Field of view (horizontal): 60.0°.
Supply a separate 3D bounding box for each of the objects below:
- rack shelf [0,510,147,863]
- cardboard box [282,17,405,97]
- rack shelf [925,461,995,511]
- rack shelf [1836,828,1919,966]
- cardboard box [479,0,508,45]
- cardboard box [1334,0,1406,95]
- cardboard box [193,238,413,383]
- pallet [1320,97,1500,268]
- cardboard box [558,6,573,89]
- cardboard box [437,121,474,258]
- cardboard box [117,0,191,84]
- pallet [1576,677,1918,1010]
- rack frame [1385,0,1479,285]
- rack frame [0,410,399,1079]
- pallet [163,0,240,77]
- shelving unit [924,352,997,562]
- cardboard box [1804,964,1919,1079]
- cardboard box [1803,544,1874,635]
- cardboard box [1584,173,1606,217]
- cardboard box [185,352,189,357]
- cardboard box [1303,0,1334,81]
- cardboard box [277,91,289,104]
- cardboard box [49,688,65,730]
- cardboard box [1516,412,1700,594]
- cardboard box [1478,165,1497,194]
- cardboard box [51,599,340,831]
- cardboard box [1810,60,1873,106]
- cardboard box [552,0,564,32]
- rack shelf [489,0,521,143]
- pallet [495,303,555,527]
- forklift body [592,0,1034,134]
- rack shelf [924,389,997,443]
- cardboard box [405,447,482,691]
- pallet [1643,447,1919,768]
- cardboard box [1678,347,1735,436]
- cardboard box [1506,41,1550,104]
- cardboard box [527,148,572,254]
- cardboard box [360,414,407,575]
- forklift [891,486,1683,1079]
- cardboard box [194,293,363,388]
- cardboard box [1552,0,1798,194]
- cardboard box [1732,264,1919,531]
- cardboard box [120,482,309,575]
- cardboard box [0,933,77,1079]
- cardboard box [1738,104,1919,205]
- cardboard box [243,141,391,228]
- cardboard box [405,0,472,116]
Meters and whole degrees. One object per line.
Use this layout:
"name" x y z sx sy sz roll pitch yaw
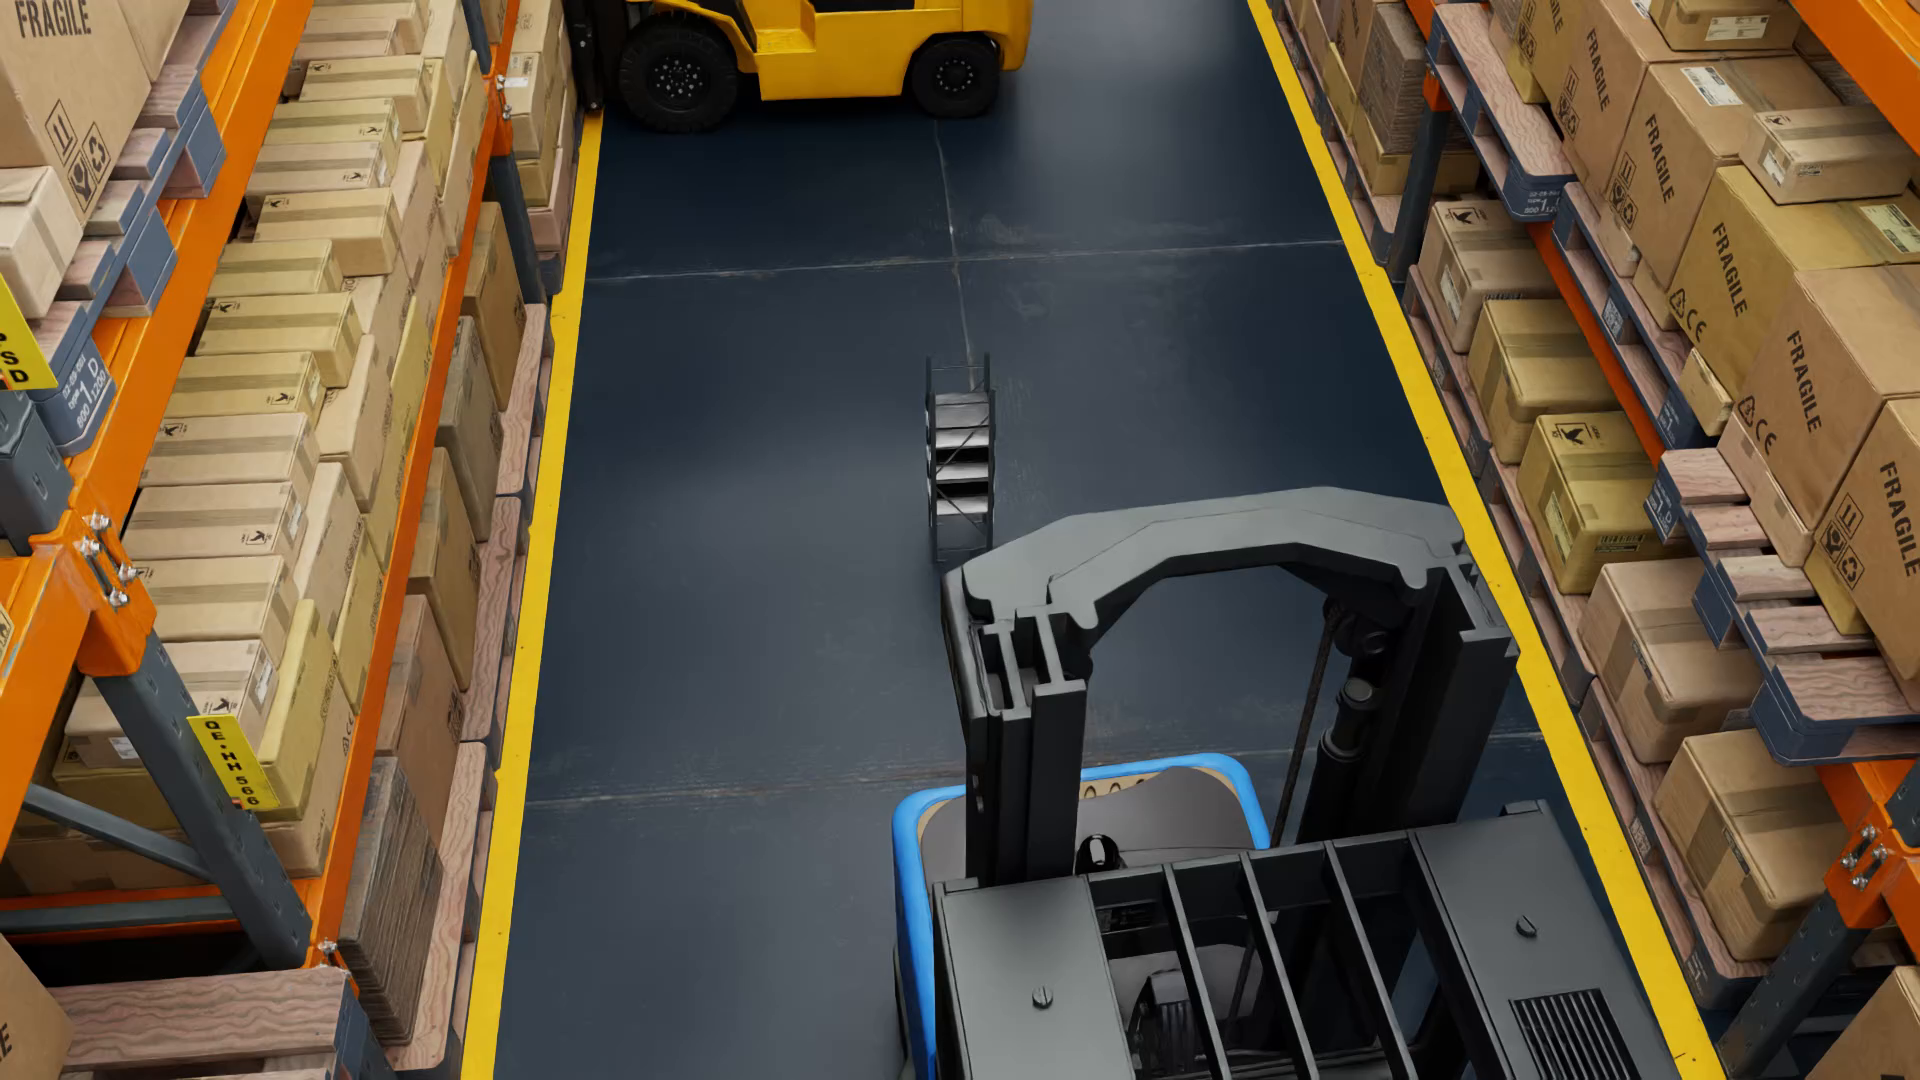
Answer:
"rack shelf" -1.899 1.544 1.652 1.077 0.370 4.000 -3 47 -3
"cardboard box" -2.144 -1.671 5.751 0.380 0.149 0.250 -4 47 -3
"rack shelf" 0.001 -0.219 6.507 0.258 0.077 0.200 -3 47 -3
"rack shelf" 3.047 2.271 3.029 1.077 0.370 4.000 -3 47 -3
"cardboard box" -2.179 -2.385 6.874 0.500 0.500 0.500 -5 47 -4
"cardboard box" 2.183 -2.554 8.191 0.500 0.500 0.500 -3 47 -3
"cardboard box" -1.995 -0.686 5.092 0.500 0.250 0.500 -3 47 -3
"pallet" 2.453 -1.843 8.350 1.003 0.211 1.213 -3 47 -3
"cardboard box" -2.209 -2.482 8.295 0.500 0.250 0.500 -4 47 -4
"cardboard box" -2.051 -1.250 5.971 0.500 0.250 0.500 -4 47 -4
"cardboard box" -2.026 -1.262 3.386 0.700 0.500 0.500 -4 47 -4
"pallet" 2.815 0.970 5.686 1.003 0.211 1.213 -3 47 -3
"rack frame" 2.544 -2.318 6.879 1.000 3.000 0.127 -3 47 -3
"rack frame" -2.067 0.881 3.850 1.000 3.000 0.127 -3 47 -3
"pallet" -2.309 -1.380 4.055 1.003 0.211 1.213 -2 47 -1
"shelving unit" 0.001 -0.304 6.418 0.258 0.900 0.210 -3 47 -3
"cardboard box" 2.854 1.667 4.279 0.875 0.875 0.875 -4 47 -4
"cardboard box" 2.523 0.106 4.468 0.380 0.149 0.250 -3 47 -3
"cardboard box" 2.386 -1.207 5.711 0.380 0.149 0.250 -3 47 -3
"cardboard box" -2.465 -0.280 4.708 0.500 0.250 0.500 -4 47 -4
"cardboard box" 2.134 -2.681 8.828 0.500 0.250 0.500 -3 47 -3
"cardboard box" -2.583 -1.387 5.756 0.500 0.250 0.500 -4 47 -4
"cardboard box" -2.296 0.400 3.789 0.380 0.149 0.250 -2 47 -2
"cardboard box" 2.714 -0.156 6.353 0.950 0.372 0.625 -2 47 -2
"cardboard box" 2.764 -1.960 8.145 0.500 0.250 0.500 -5 47 -5
"cardboard box" -1.836 0.423 4.042 0.500 0.250 0.500 -4 47 -3
"cardboard box" 2.936 -1.167 5.226 0.500 0.500 0.500 -5 47 -5
"cardboard box" -2.215 -2.655 8.114 0.500 0.250 0.500 -2 47 -2
"rack shelf" -2.569 -3.213 8.222 1.077 0.370 4.000 -3 47 -3
"pallet" -2.301 -0.524 7.101 1.003 0.211 1.213 -3 47 -3
"forklift body" -0.760 -3.354 8.446 2.313 2.155 1.214 -3 47 -3
"rack shelf" 0.001 -0.466 6.246 0.258 0.077 0.200 -3 47 -3
"cardboard box" -2.225 0.141 5.896 0.875 0.625 0.625 -5 47 -5
"pallet" 2.713 0.133 4.690 1.213 0.211 1.003 -3 47 -3
"cardboard box" 2.407 -0.455 4.998 0.380 0.149 0.250 -3 47 -3
"cardboard box" 2.288 -1.775 6.249 0.380 0.149 0.250 -3 47 -2
"cardboard box" -2.112 -1.582 7.787 0.500 0.250 0.500 -3 47 -3
"cardboard box" -1.948 -0.140 4.920 0.500 0.250 0.500 -5 47 -5
"forklift" 0.536 1.437 3.370 1.130 2.935 3.031 -7 47 -6
"cardboard box" -1.918 -0.558 4.697 0.380 0.149 0.250 -3 47 -2
"cardboard box" 2.368 -1.521 5.562 0.500 0.500 0.500 -4 47 -4
"cardboard box" 2.510 -0.390 4.491 0.500 0.500 0.500 -4 47 -4
"cardboard box" -1.871 -0.003 4.171 0.380 0.149 0.250 -2 47 -2
"cardboard box" -2.179 1.084 3.300 0.500 0.500 0.500 -2 47 -1
"cardboard box" 2.461 -1.094 4.711 0.380 0.149 0.250 -6 47 -5
"cardboard box" -2.015 -1.114 5.224 0.380 0.149 0.250 -3 47 -3
"cardboard box" -2.106 -1.794 6.142 0.500 0.250 0.500 -4 47 -4
